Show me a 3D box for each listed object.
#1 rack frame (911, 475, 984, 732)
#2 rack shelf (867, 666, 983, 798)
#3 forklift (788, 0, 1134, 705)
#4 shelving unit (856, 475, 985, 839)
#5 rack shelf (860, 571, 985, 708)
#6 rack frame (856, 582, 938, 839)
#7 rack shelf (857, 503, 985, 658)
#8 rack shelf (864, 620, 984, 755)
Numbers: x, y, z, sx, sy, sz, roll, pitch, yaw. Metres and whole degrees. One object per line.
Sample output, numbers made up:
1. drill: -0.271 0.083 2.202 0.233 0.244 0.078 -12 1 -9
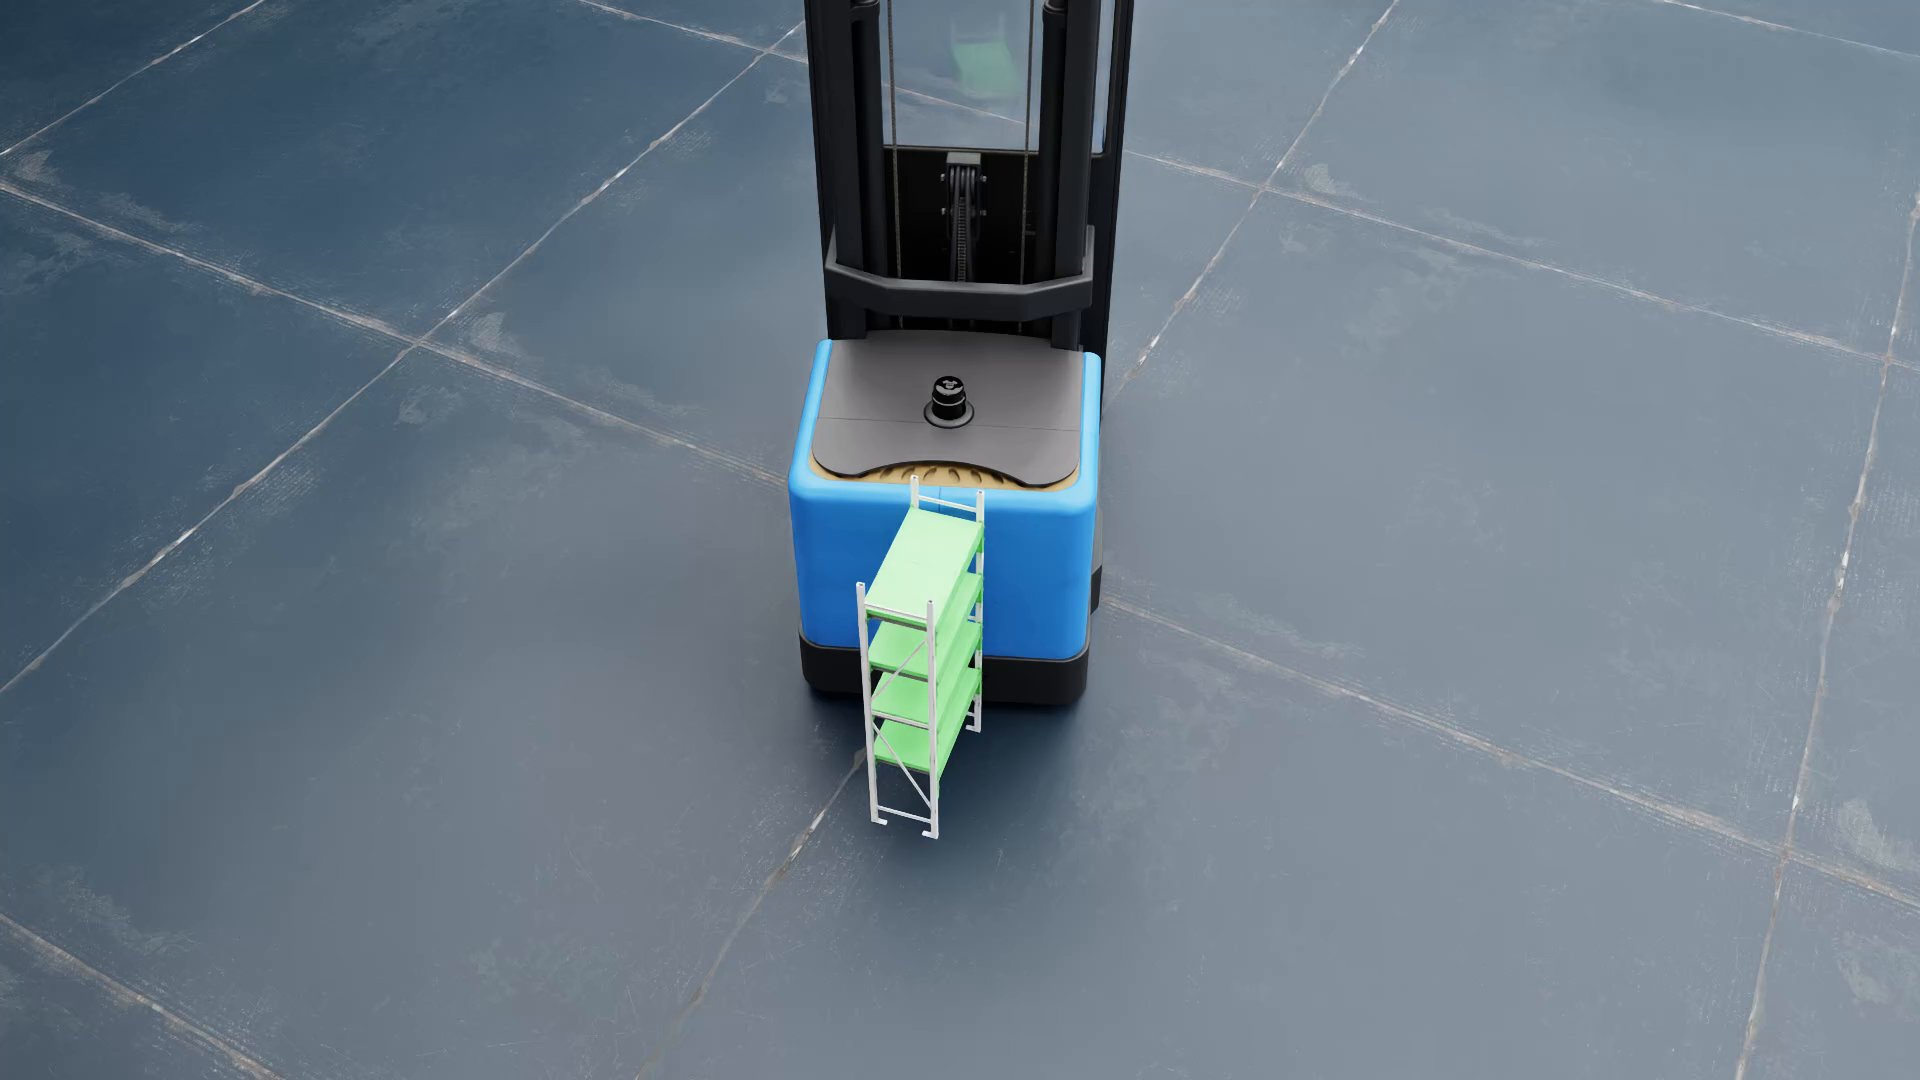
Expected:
1. rack frame: -0.040 0.248 5.661 0.240 1.200 0.015 13 47 13
2. rack shelf: -0.116 0.626 5.715 0.258 0.148 0.480 13 47 13
3. forklift: 0.049 -1.476 6.148 1.130 2.935 3.031 3 45 3
4. shelving unit: -0.116 0.413 5.498 0.258 1.200 0.503 13 47 13
5. rack shelf: -0.116 0.289 5.373 0.258 0.148 0.480 13 47 13
6. rack frame: -0.191 0.578 5.335 0.240 1.200 0.015 13 47 13
7. rack shelf: -0.116 0.120 5.202 0.258 0.148 0.480 13 47 13
8. rack shelf: -0.116 0.458 5.544 0.258 0.148 0.480 13 47 13
